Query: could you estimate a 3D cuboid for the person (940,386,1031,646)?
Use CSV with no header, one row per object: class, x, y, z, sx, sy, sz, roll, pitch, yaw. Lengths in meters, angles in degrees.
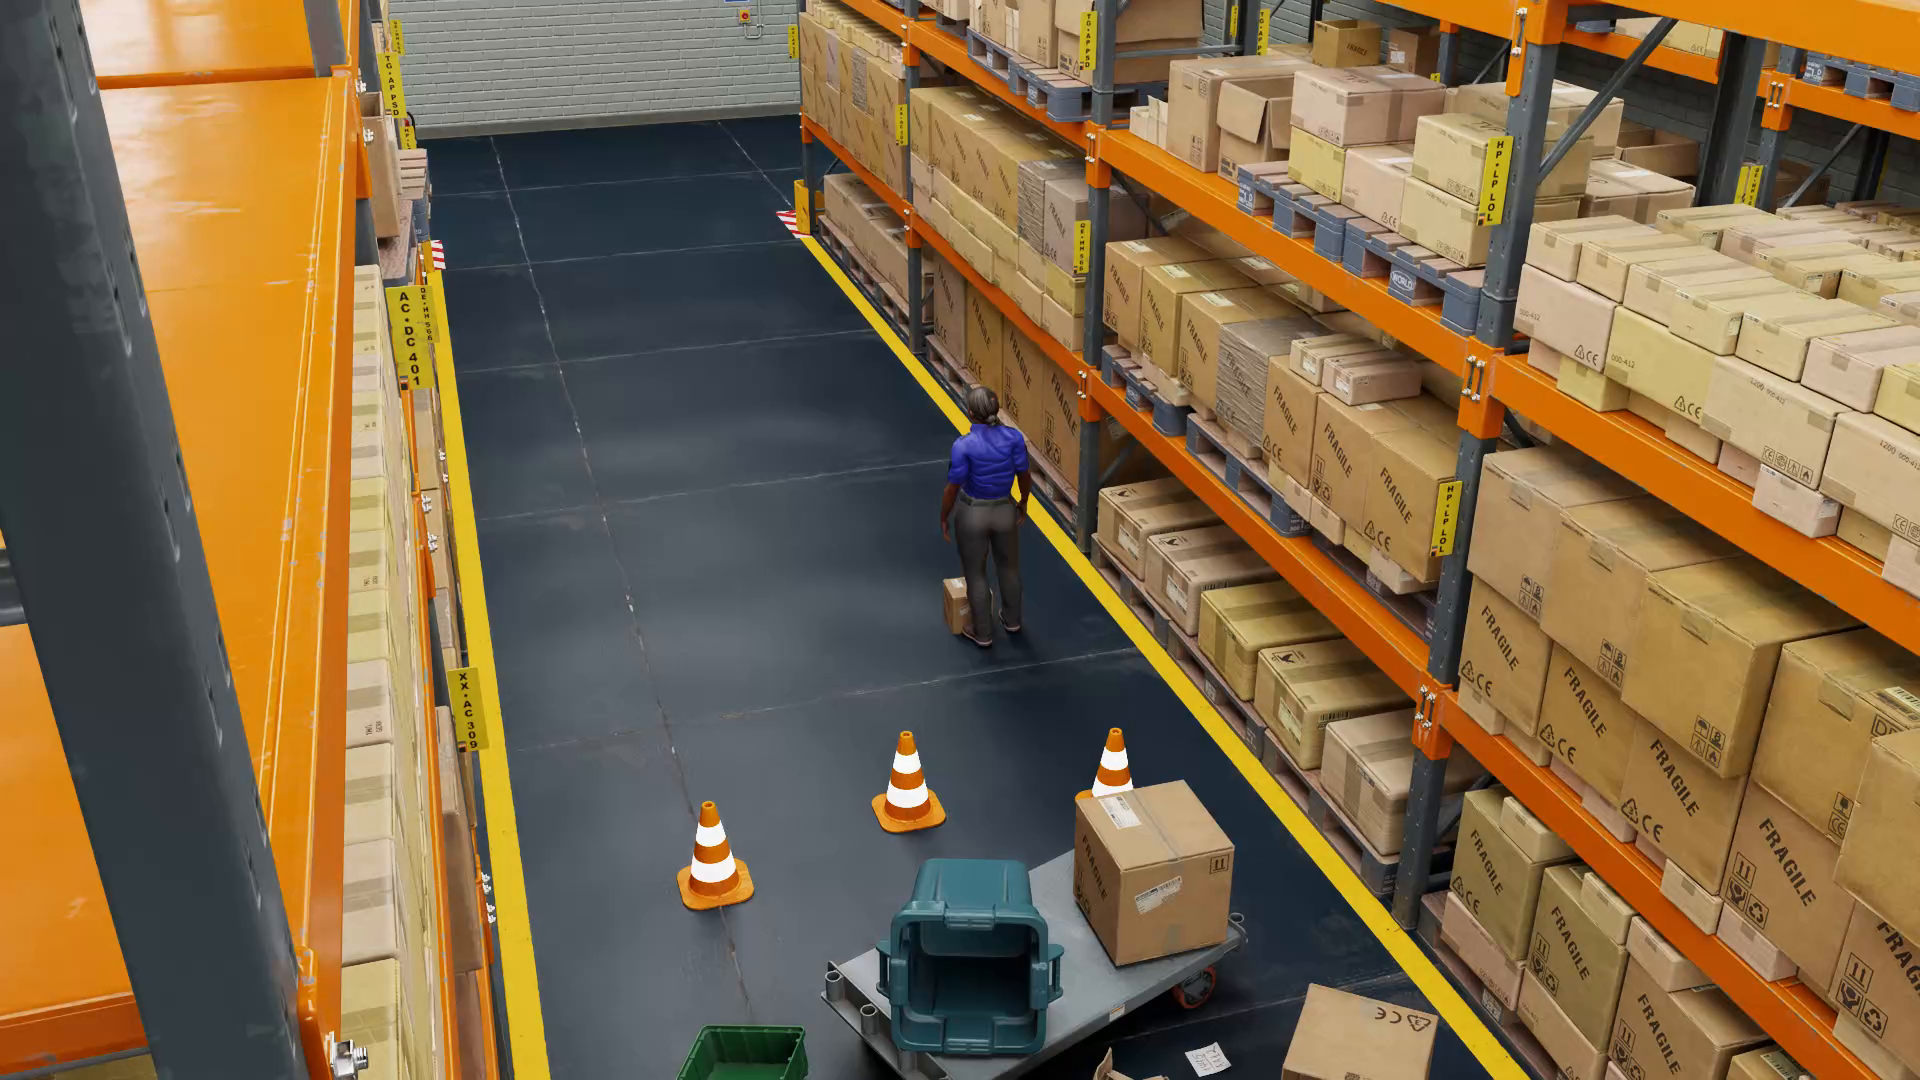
person,0.139,-0.164,9.666,0.570,1.654,0.504,-8,28,-16
